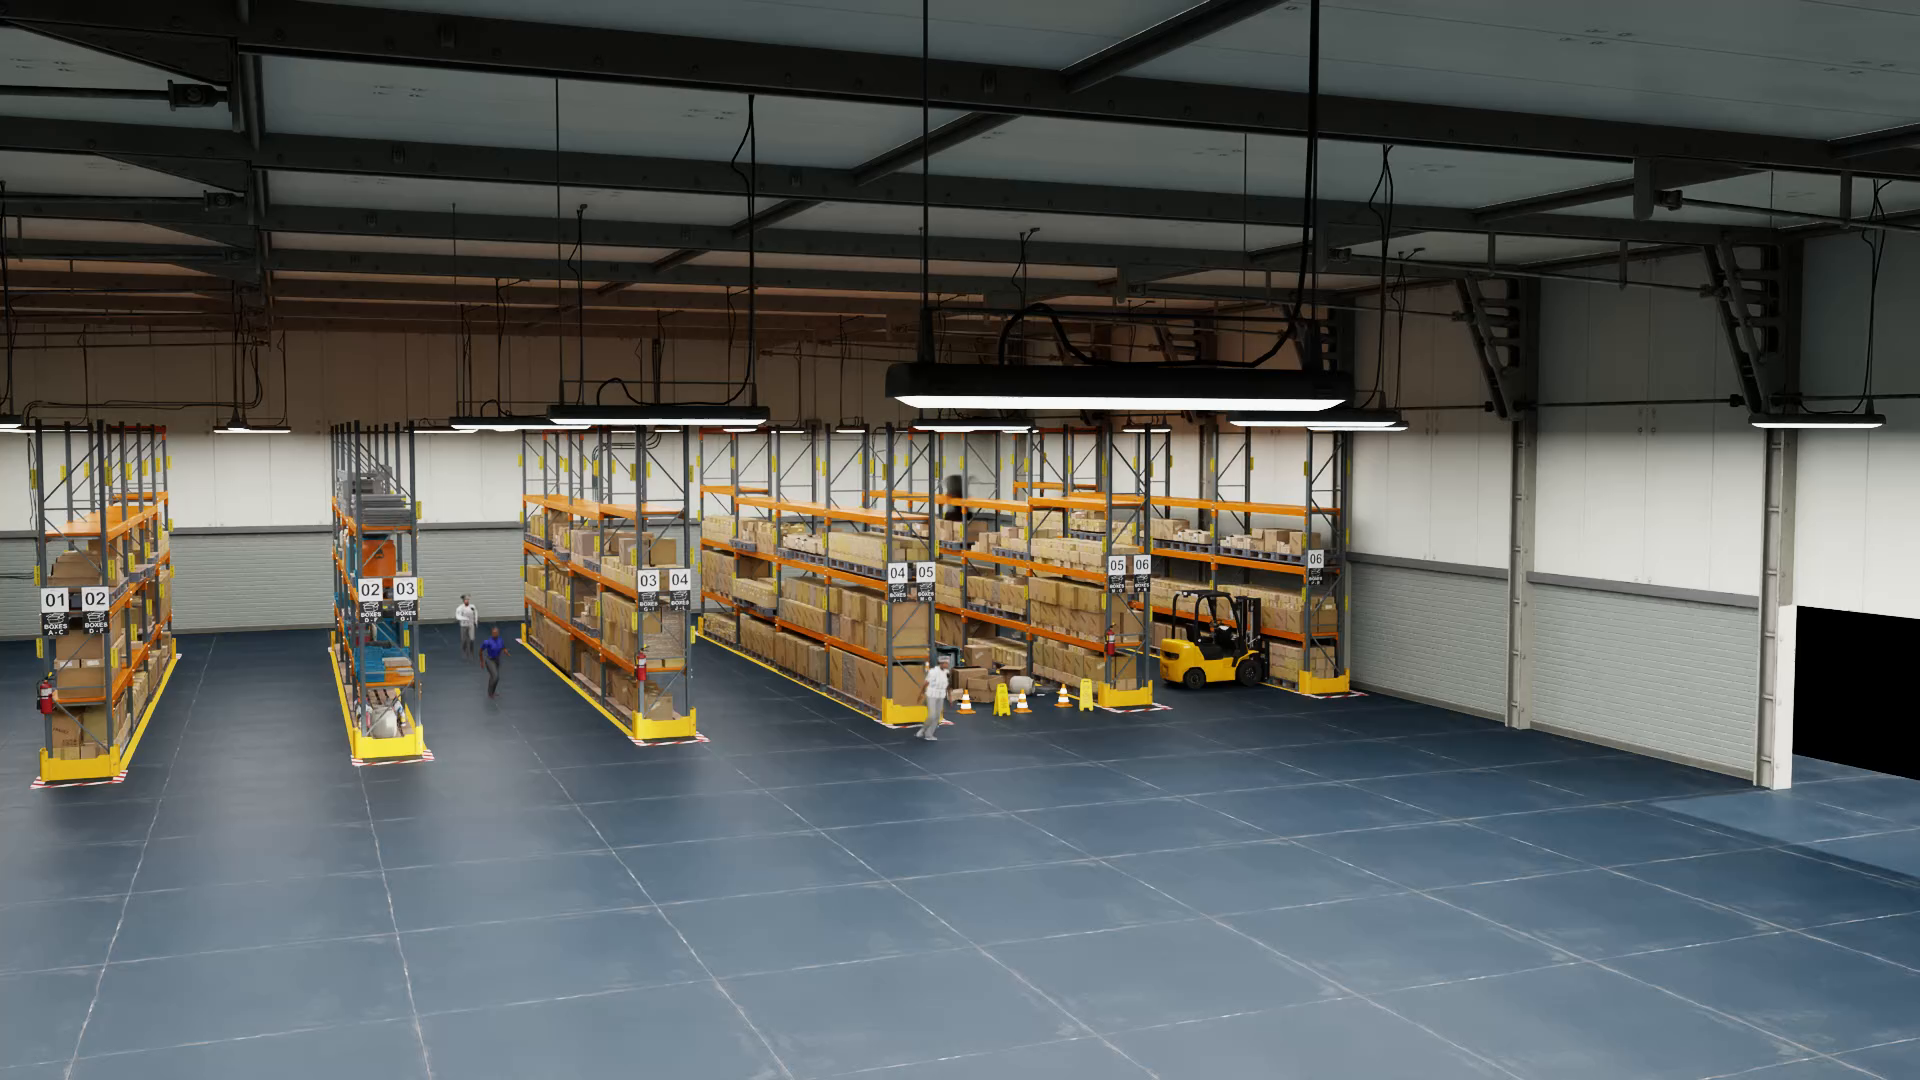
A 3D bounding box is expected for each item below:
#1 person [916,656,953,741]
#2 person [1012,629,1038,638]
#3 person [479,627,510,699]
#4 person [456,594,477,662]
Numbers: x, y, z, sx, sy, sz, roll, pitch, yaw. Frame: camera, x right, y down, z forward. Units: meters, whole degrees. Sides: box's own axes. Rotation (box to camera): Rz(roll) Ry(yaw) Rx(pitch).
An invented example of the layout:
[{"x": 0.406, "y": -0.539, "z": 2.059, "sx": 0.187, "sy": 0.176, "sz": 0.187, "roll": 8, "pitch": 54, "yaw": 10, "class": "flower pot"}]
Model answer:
[{"x": -0.472, "y": 2.971, "z": 31.206, "sx": 0.616, "sy": 1.625, "sz": 0.561, "roll": -3, "pitch": 5, "yaw": -40, "class": "person"}, {"x": 1.846, "y": 1.902, "z": 46.623, "sx": 0.690, "sy": 1.750, "sz": 1.063, "roll": -3, "pitch": 4, "yaw": -37, "class": "person"}, {"x": -10.141, "y": 2.698, "z": 36.357, "sx": 0.805, "sy": 1.628, "sz": 0.605, "roll": 2, "pitch": 4, "yaw": 25, "class": "person"}, {"x": -12.560, "y": 2.236, "z": 42.376, "sx": 0.553, "sy": 1.738, "sz": 0.813, "roll": -1, "pitch": 4, "yaw": -23, "class": "person"}]
